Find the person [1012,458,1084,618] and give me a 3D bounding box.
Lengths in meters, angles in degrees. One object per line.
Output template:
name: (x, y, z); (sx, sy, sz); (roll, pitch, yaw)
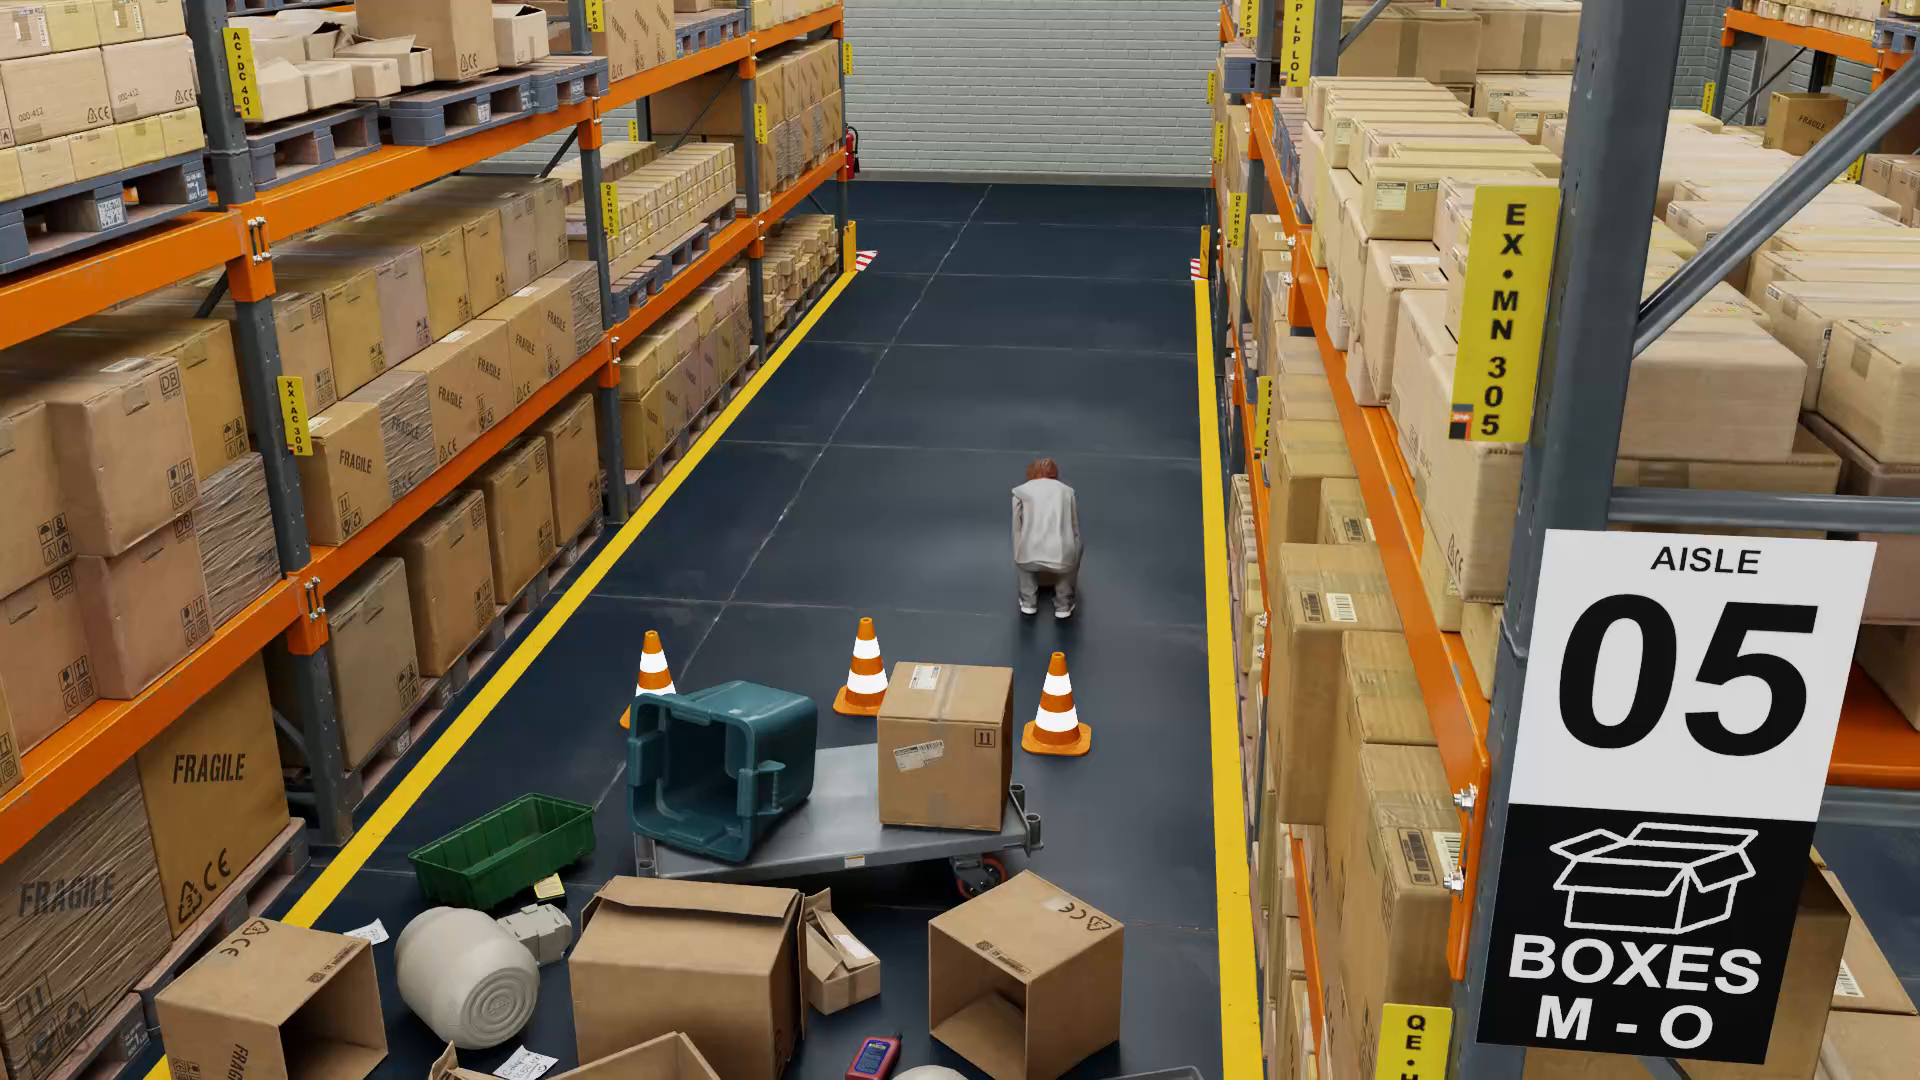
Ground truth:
person: (0.502, 0.002, 9.693); (0.439, 0.795, 0.803); (3, 22, 6)
